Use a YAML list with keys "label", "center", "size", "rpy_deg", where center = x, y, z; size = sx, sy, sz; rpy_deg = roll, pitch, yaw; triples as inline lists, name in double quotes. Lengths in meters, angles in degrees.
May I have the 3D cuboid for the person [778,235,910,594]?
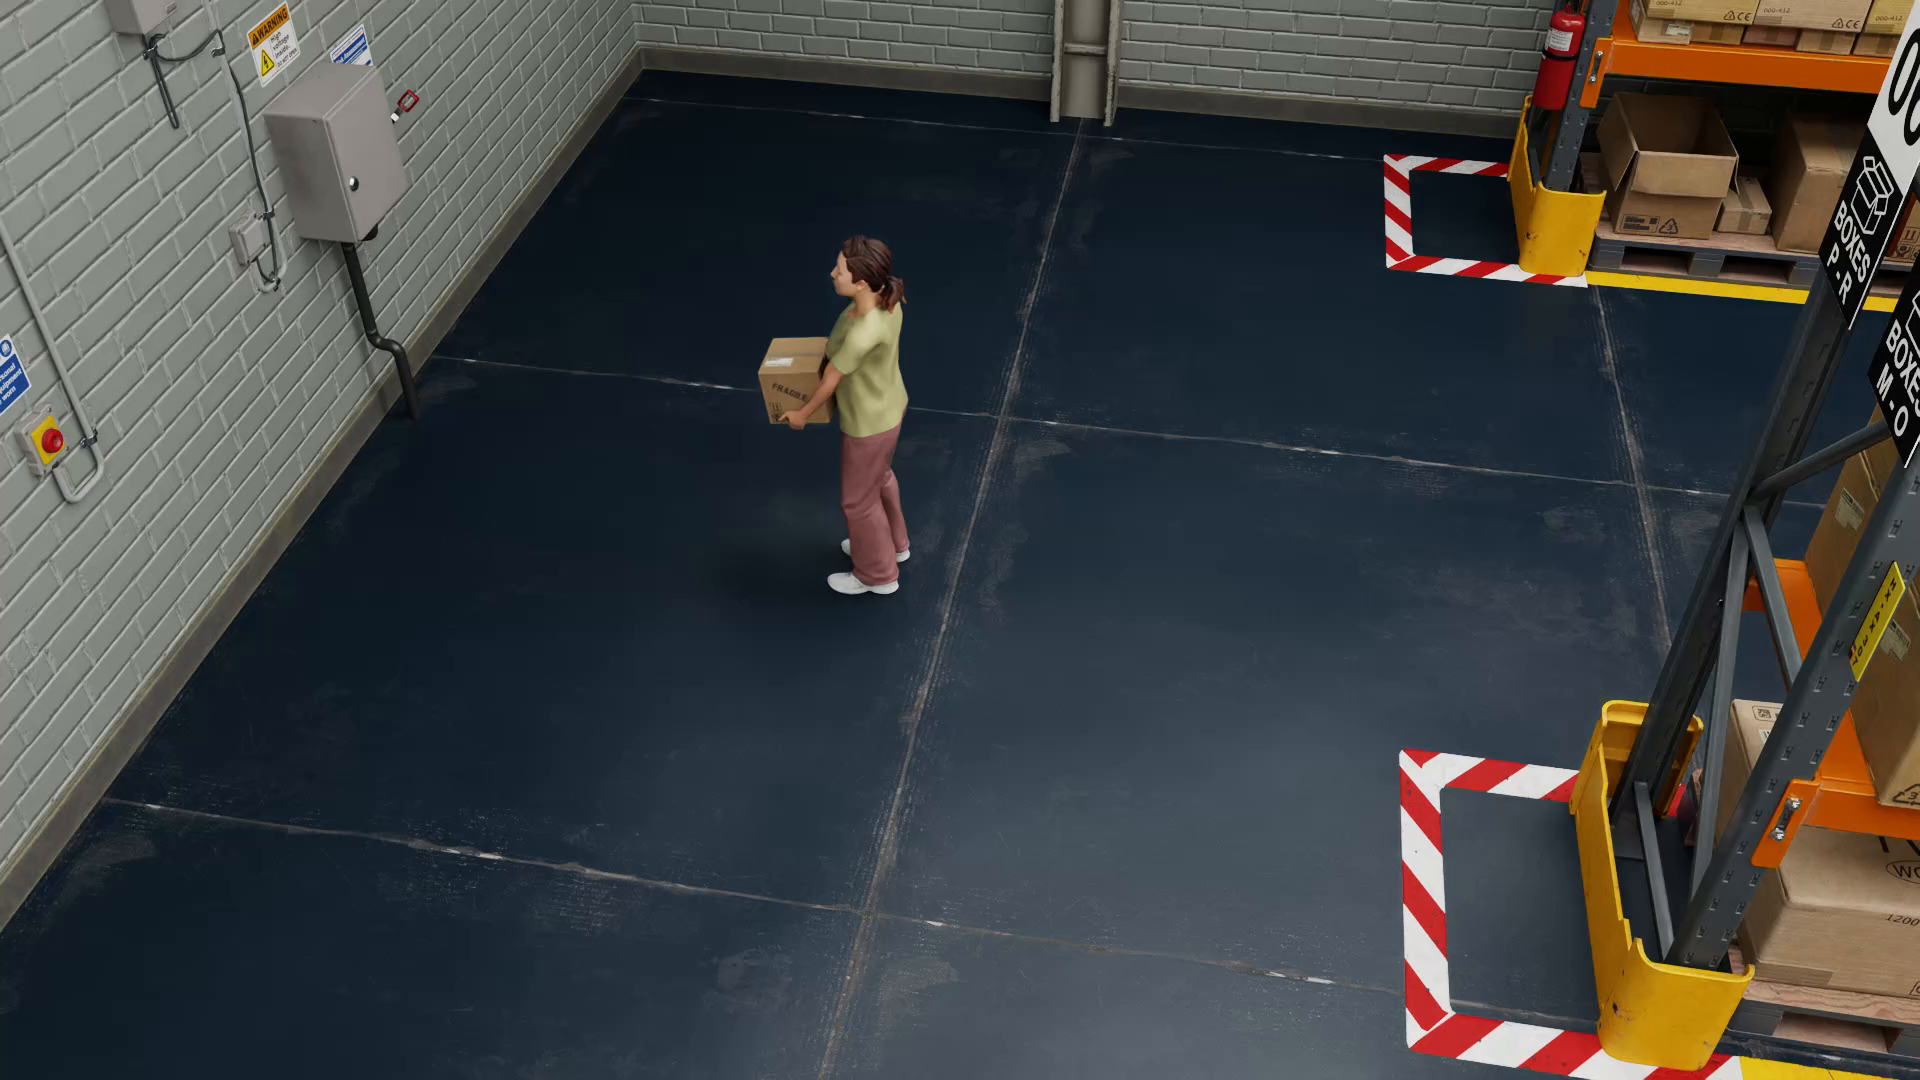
- label: "person"
  center: [-0.453, -0.497, 6.747]
  size: [0.517, 1.668, 0.406]
  rpy_deg: [6, 41, 7]
